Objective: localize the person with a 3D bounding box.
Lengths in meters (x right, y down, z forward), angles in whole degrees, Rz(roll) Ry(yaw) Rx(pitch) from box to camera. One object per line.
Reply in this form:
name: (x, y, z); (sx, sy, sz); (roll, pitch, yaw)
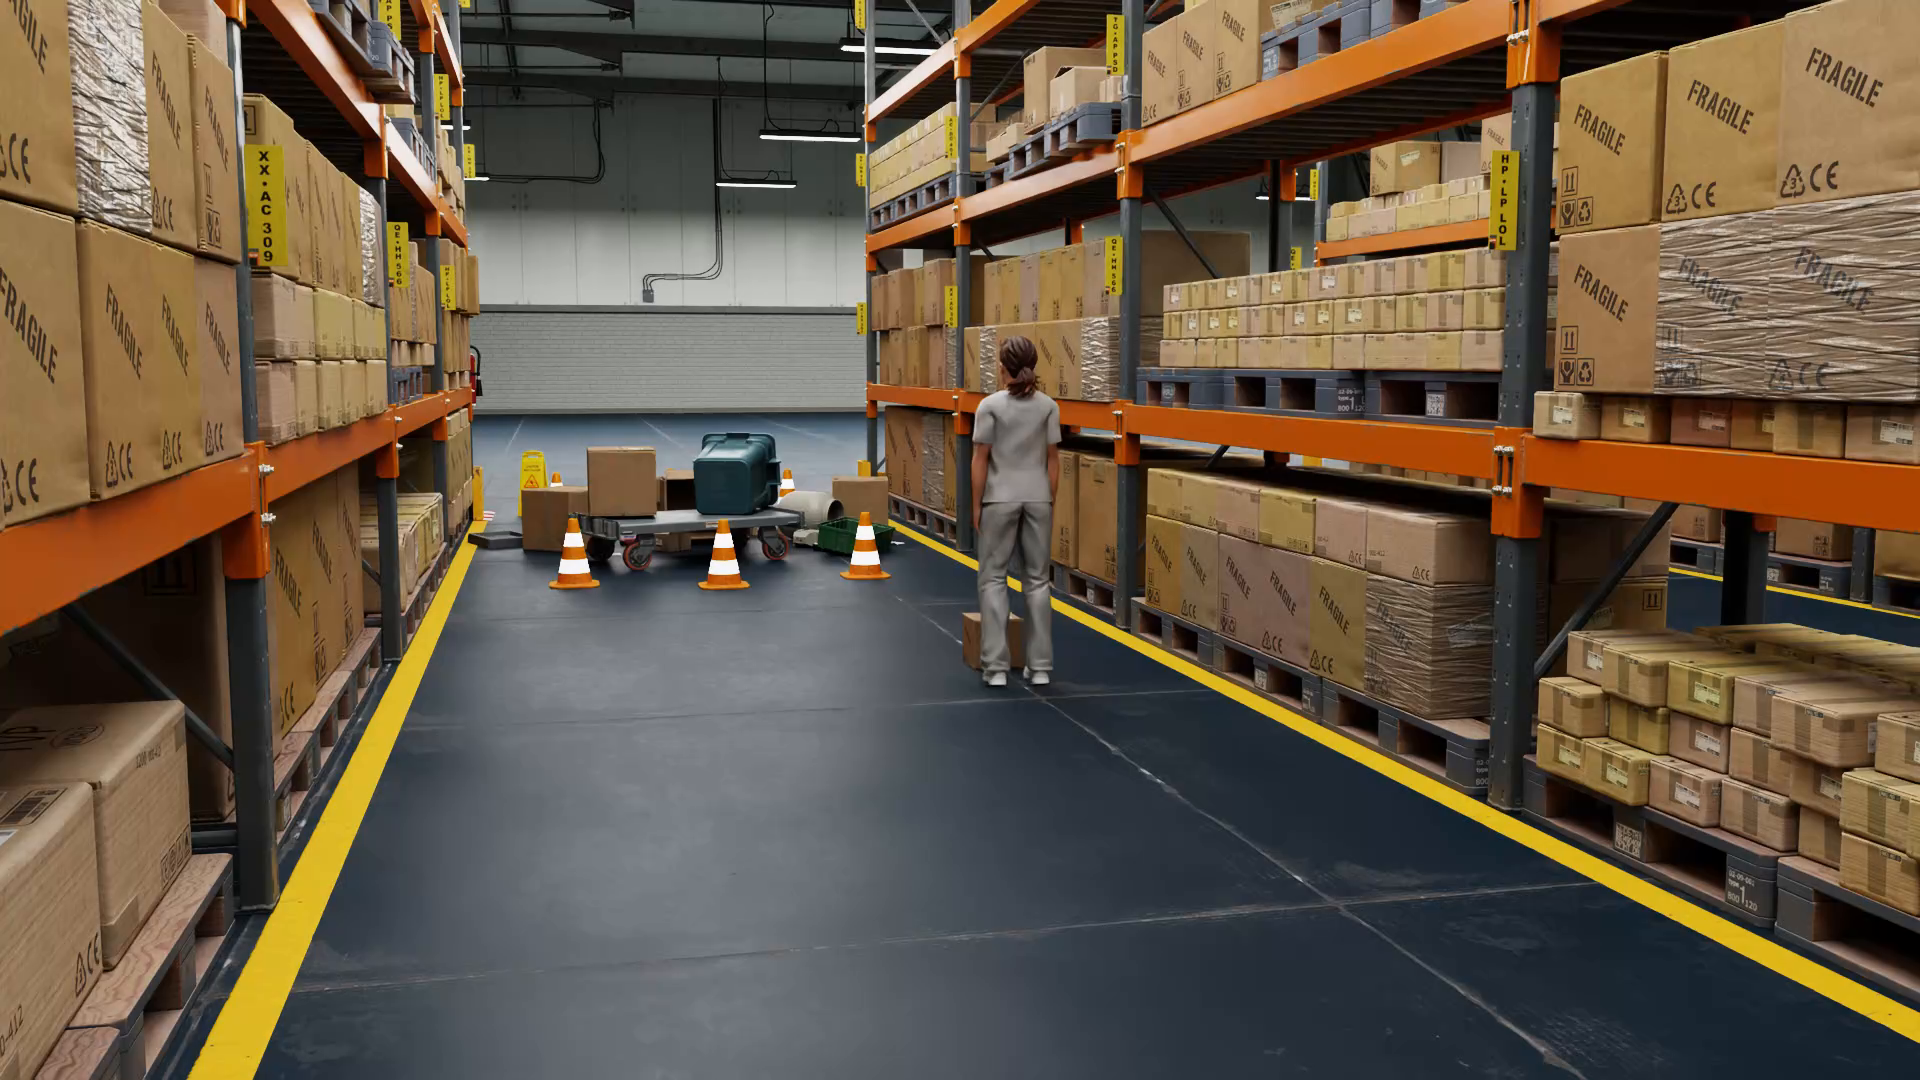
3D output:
person: (0.267, -0.138, 7.959); (0.437, 1.669, 0.363); (-1, 6, -12)
